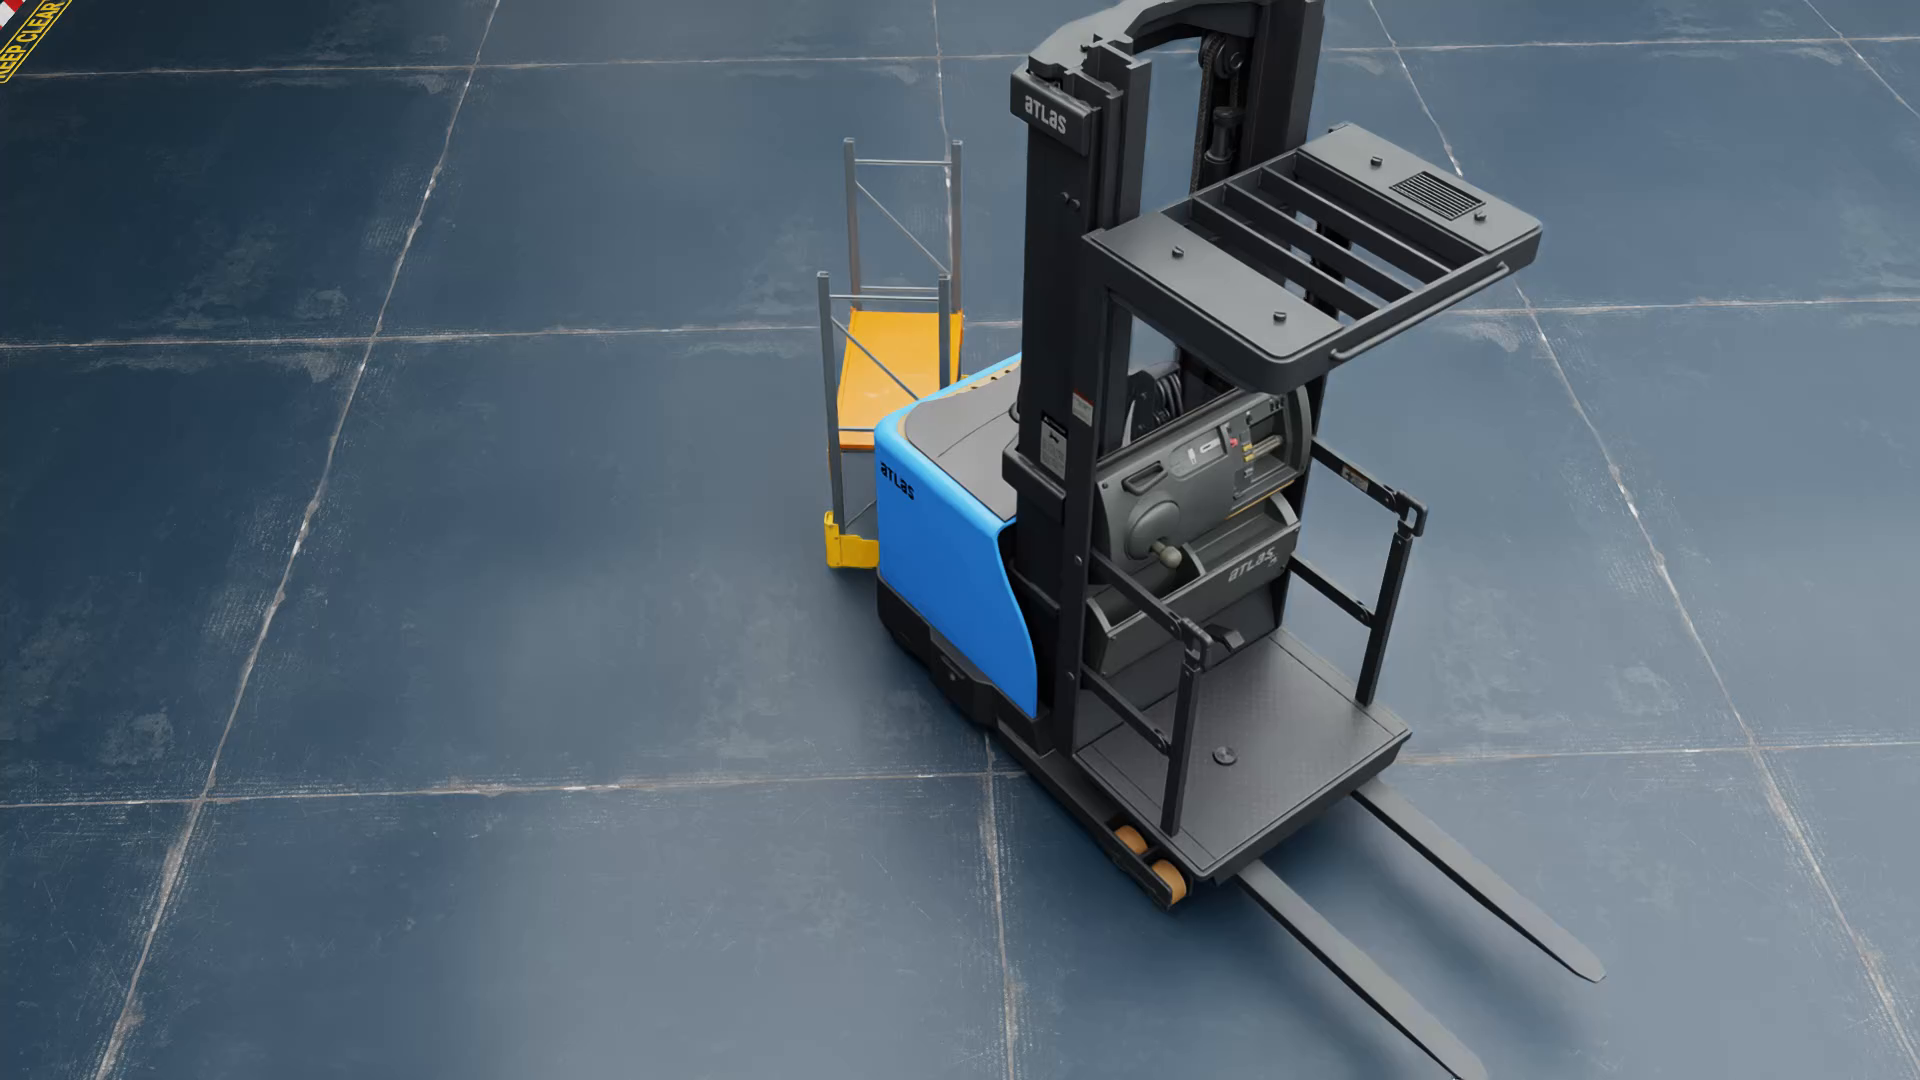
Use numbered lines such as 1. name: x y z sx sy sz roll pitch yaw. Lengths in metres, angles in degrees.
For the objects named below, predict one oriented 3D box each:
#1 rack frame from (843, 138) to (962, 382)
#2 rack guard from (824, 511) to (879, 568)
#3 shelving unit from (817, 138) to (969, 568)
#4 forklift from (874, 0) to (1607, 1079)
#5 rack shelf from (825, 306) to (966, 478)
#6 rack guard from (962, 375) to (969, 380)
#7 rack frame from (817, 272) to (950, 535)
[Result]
1. rack frame: -0.241 -1.130 7.522 0.500 1.500 0.032 2 43 2
2. rack guard: -0.287 0.004 7.210 0.587 0.250 0.087 2 43 2
3. shelving unit: -0.264 -0.793 7.155 0.587 1.500 1.083 2 43 2
4. forklift: 0.954 -0.152 5.396 1.130 2.935 3.031 -28 49 -27
5. rack shelf: -0.265 -0.654 7.270 0.538 0.185 1.000 2 43 2
6. rack guard: -0.241 -0.668 7.944 0.587 0.250 0.087 2 43 2
7. rack frame: -0.288 -0.444 6.774 0.500 1.500 0.032 2 43 2
